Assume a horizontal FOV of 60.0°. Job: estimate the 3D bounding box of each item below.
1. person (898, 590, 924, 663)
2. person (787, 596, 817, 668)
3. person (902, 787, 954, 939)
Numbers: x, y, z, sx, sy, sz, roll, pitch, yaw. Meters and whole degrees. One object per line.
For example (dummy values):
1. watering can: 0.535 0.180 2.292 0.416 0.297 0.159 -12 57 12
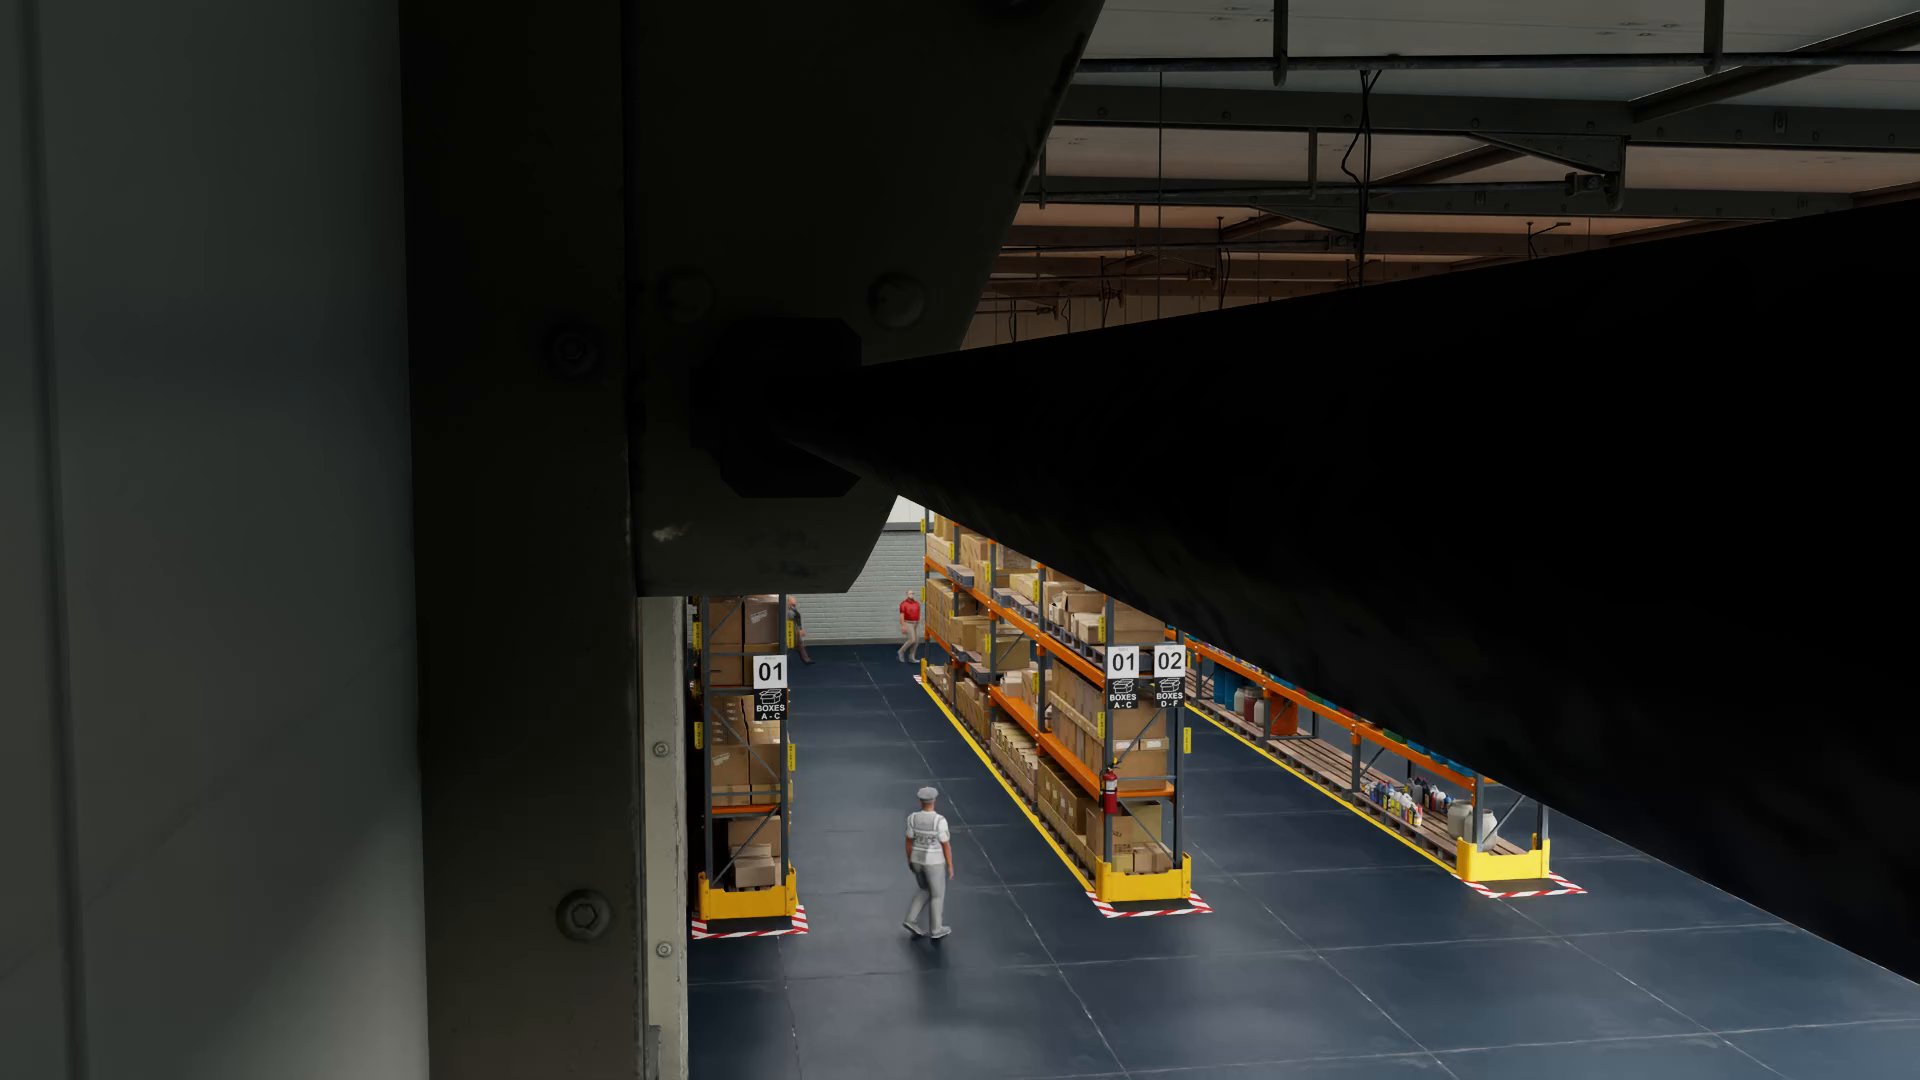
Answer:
1. person: -1.144 2.027 38.991 0.506 1.710 0.555 3 6 34
2. person: -3.771 2.109 38.330 1.047 1.651 0.625 -2 5 -18
3. person: -0.346 3.768 19.384 0.594 1.799 0.503 5 7 44
